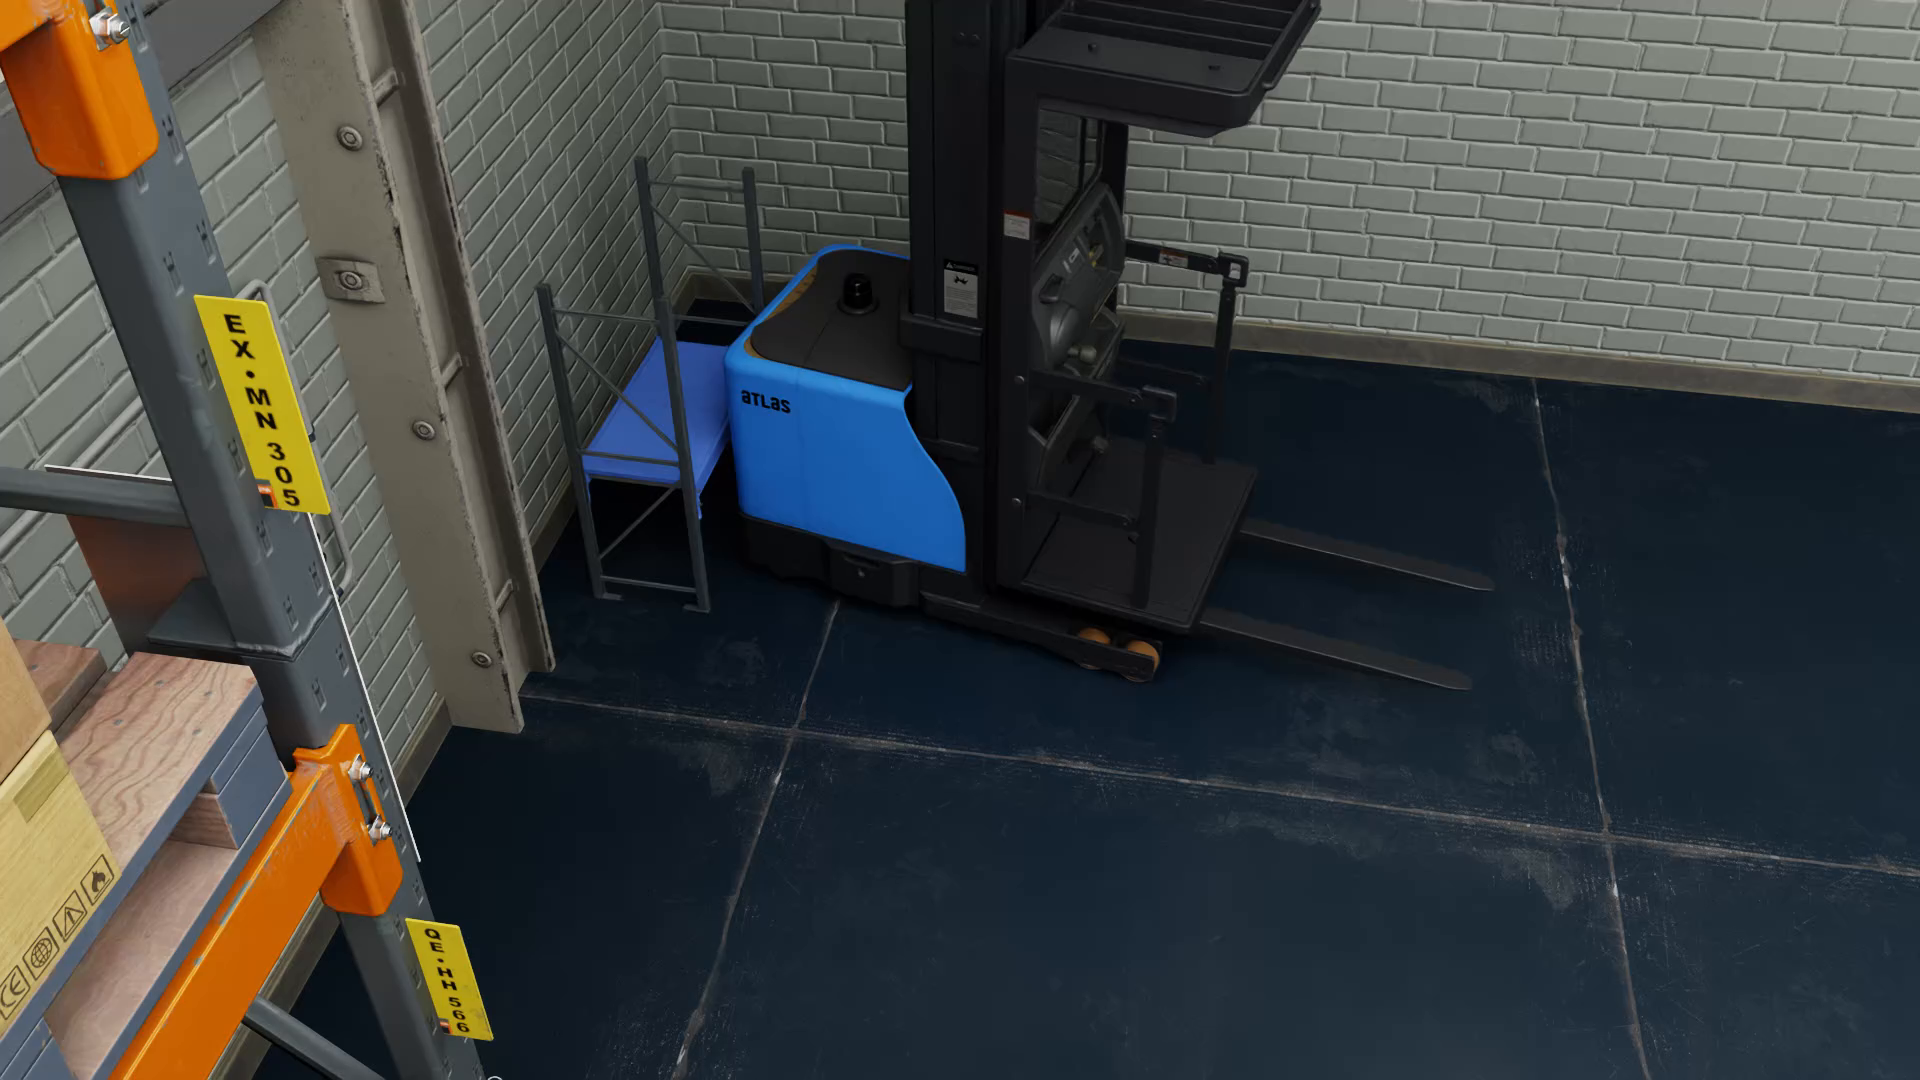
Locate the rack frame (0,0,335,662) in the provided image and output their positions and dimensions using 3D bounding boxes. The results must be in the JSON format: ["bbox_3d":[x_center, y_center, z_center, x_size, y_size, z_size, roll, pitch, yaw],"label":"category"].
[{"bbox_3d":[-1.416,-1.079,1.493,1.000,3.000,0.127,6,40,8],"label":"rack frame"}]

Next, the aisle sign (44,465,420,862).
[{"bbox_3d":[-1.108,0.219,2.591,0.394,0.787,0.004,6,40,8],"label":"aisle sign"}]

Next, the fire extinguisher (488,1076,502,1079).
[{"bbox_3d":[-0.936,1.363,3.601,0.296,0.674,0.183,6,40,8],"label":"fire extinguisher"}]

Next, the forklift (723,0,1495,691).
[{"bbox_3d":[0.629,-0.954,6.104,3.031,2.935,1.130,14,42,17],"label":"forklift"}]

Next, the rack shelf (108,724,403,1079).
[{"bbox_3d":[-1.762,1.609,1.160,1.077,0.370,4.000,6,40,8],"label":"rack shelf"}]

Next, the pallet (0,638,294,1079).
[{"bbox_3d":[-1.534,0.578,1.913,1.003,0.211,1.213,6,40,8],"label":"pallet"}]

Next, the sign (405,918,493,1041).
[{"bbox_3d":[-0.884,0.764,2.877,0.100,0.325,0.005,6,40,8],"label":"sign"}]

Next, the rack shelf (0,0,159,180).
[{"bbox_3d":[-1.762,0.607,0.332,1.077,0.370,4.000,6,40,8],"label":"rack shelf"}]

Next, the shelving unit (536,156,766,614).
[{"bbox_3d":[-1.181,-0.632,6.837,0.538,1.500,1.048,7,40,9],"label":"shelving unit"}]

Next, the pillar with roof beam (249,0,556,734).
[{"bbox_3d":[2.439,-2.394,3.084,9.100,9.000,0.400,6,40,8],"label":"pillar with roof beam"}]

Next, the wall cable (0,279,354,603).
[{"bbox_3d":[-2.126,-0.067,4.179,0.084,1.984,1.851,6,40,8],"label":"wall cable"}]

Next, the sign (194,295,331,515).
[{"bbox_3d":[-0.884,-0.165,2.109,0.100,0.325,0.005,6,40,8],"label":"sign"}]

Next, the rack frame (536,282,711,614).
[{"bbox_3d":[-1.282,-0.315,6.453,0.500,1.500,0.032,7,40,9],"label":"rack frame"}]

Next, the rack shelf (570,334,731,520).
[{"bbox_3d":[-1.181,-0.493,6.952,0.538,0.185,1.000,7,40,9],"label":"rack shelf"}]

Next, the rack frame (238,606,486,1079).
[{"bbox_3d":[-1.416,1.233,3.405,1.000,3.000,0.127,6,40,8],"label":"rack frame"}]

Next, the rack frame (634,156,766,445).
[{"bbox_3d":[-1.081,-0.950,7.221,0.500,1.500,0.032,7,40,9],"label":"rack frame"}]

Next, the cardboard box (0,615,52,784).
[{"bbox_3d":[-1.274,0.135,1.500,0.500,0.500,0.500,6,40,8],"label":"cardboard box"}]

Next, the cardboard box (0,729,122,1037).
[{"bbox_3d":[-1.281,0.423,1.740,0.500,0.250,0.500,8,40,9],"label":"cardboard box"}]
